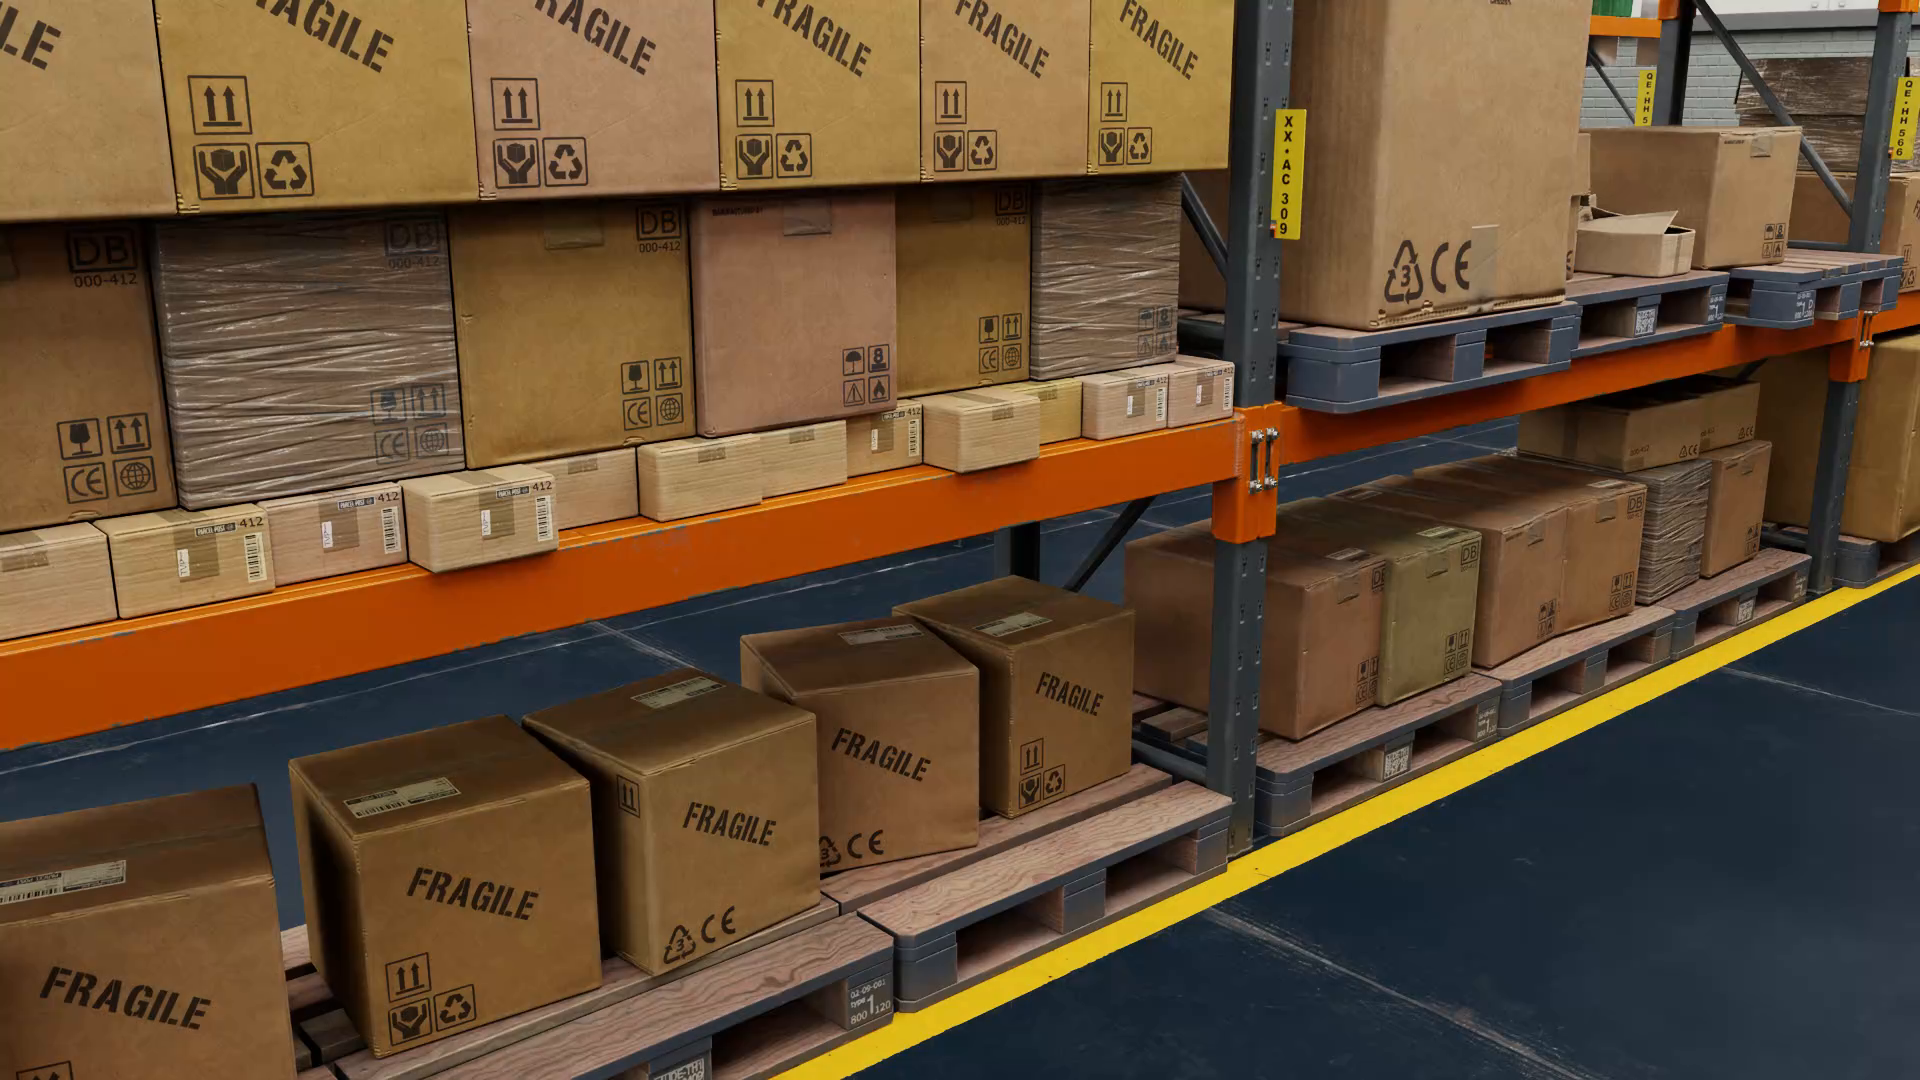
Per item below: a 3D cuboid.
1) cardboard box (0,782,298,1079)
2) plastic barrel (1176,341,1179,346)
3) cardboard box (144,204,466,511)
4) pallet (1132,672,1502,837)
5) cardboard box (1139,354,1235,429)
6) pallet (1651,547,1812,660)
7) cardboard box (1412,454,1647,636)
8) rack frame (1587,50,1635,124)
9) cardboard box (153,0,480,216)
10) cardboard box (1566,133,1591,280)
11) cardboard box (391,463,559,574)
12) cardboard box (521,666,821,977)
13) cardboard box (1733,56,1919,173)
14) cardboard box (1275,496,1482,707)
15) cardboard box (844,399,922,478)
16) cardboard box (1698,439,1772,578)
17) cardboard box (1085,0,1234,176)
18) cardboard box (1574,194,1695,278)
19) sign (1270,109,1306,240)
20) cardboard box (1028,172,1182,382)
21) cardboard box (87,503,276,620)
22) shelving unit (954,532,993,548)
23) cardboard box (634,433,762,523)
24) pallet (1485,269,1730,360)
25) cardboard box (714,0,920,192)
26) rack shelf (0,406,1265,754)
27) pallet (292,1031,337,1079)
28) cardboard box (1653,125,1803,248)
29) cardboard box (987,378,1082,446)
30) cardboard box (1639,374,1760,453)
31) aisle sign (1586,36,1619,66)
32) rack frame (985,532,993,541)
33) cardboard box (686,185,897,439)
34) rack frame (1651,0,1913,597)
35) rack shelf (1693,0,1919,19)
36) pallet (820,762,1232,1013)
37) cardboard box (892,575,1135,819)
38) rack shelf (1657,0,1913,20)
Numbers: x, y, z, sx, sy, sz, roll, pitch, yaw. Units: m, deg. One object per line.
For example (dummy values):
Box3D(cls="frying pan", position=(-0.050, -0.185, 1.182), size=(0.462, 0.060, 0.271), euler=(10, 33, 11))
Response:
Box3D(cls="cardboard box", position=(-1.626, 0.844, 3.309), size=(0.500, 0.500, 0.500), euler=(-7, 17, -25))
Box3D(cls="plastic barrel", position=(1.457, -1.585, 12.232), size=(0.708, 0.588, 0.600), euler=(-13, 19, -39))
Box3D(cls="cardboard box", position=(-1.400, -0.415, 3.221), size=(0.500, 0.500, 0.875), euler=(-13, 19, -39))
Box3D(cls="pallet", position=(1.067, 0.587, 5.644), size=(1.213, 0.211, 1.003), euler=(-13, 19, -39))
Box3D(cls="cardboard box", position=(0.511, -0.413, 4.471), size=(0.250, 0.149, 0.380), euler=(-13, 19, -39))
Box3D(cls="pallet", position=(2.908, 0.173, 7.192), size=(1.213, 0.211, 1.003), euler=(-13, 19, -39))
Box3D(cls="cardboard box", position=(2.173, 0.000, 6.427), size=(0.500, 0.500, 0.700), euler=(-11, 18, -35))
Box3D(cls="rack frame", position=(6.282, -3.625, 16.010), size=(0.127, 3.000, 1.000), euler=(-13, 19, -39))
Box3D(cls="cardboard box", position=(-1.185, -0.834, 2.853), size=(0.500, 0.500, 0.500), euler=(-13, 19, -39))
Box3D(cls="cardboard box", position=(1.728, -1.193, 5.889), size=(0.637, 0.503, 0.797), euler=(-10, 18, -34))
Box3D(cls="cardboard box", position=(-0.970, -0.066, 3.173), size=(0.250, 0.149, 0.380), euler=(-13, 19, -39))
Box3D(cls="cardboard box", position=(-0.691, 0.655, 4.014), size=(0.500, 0.500, 0.500), euler=(14, 20, 42))
Box3D(cls="cardboard box", position=(4.060, -1.960, 7.636), size=(0.637, 0.503, 0.797), euler=(-12, 19, -38))
Box3D(cls="cardboard box", position=(1.330, 0.190, 5.718), size=(0.500, 0.500, 0.700), euler=(-13, 20, -40))
Box3D(cls="cardboard box", position=(-0.302, -0.261, 3.903), size=(0.250, 0.149, 0.380), euler=(-13, 19, -39))
Box3D(cls="cardboard box", position=(3.006, -0.193, 7.153), size=(0.500, 0.500, 0.700), euler=(-14, 20, -42))
Box3D(cls="cardboard box", position=(0.322, -1.174, 4.123), size=(0.500, 0.500, 0.500), euler=(-13, 19, -39))
Box3D(cls="cardboard box", position=(2.417, -1.109, 6.035), size=(0.258, 0.266, 0.396), euler=(-13, 20, -41))
Box3D(cls="sign", position=(0.843, -0.942, 4.287), size=(0.005, 0.325, 0.100), euler=(-13, 19, -39))
Box3D(cls="cardboard box", position=(0.100, -0.756, 4.498), size=(0.500, 0.500, 0.875), euler=(-13, 19, -39))
Box3D(cls="cardboard box", position=(-1.398, 0.003, 2.912), size=(0.250, 0.149, 0.380), euler=(-13, 19, -39))
Box3D(cls="shelving unit", position=(0.006, -0.436, 8.139), size=(0.210, 0.900, 0.258), euler=(-13, 19, -39))
Box3D(cls="cardboard box", position=(-0.630, -0.162, 3.531), size=(0.250, 0.149, 0.380), euler=(-13, 19, -39))
Box3D(cls="pallet", position=(2.032, -0.870, 6.066), size=(1.213, 0.211, 1.003), euler=(-13, 19, -39))
Box3D(cls="cardboard box", position=(-0.432, -1.004, 3.489), size=(0.500, 0.500, 0.500), euler=(-13, 19, -39))
Box3D(cls="rack shelf", position=(-1.028, 0.058, 3.614), size=(4.000, 0.370, 1.077), euler=(-13, 19, -39))
Box3D(cls="pallet", position=(-1.844, 1.253, 3.150), size=(1.213, 0.211, 1.003), euler=(-13, 19, -39))
Box3D(cls="cardboard box", position=(3.117, -1.458, 6.888), size=(0.500, 0.500, 0.500), euler=(13, 20, 40))
Box3D(cls="cardboard box", position=(0.088, -0.342, 4.205), size=(0.250, 0.149, 0.380), euler=(-13, 19, -39))
Box3D(cls="cardboard box", position=(3.012, -0.554, 7.049), size=(0.500, 0.250, 0.500), euler=(-12, 19, -37))
Box3D(cls="aisle sign", position=(6.141, -4.951, 15.937), size=(0.004, 0.787, 0.394), euler=(-13, 19, -39))
Box3D(cls="rack frame", position=(0.083, -0.453, 8.203), size=(0.006, 0.900, 0.240), euler=(-13, 19, -39))
Box3D(cls="cardboard box", position=(-0.611, -0.574, 3.816), size=(0.500, 0.500, 0.875), euler=(-13, 19, -39))
Box3D(cls="rack frame", position=(3.498, -1.306, 7.326), size=(0.127, 3.000, 1.000), euler=(-13, 19, -39))
Box3D(cls="rack shelf", position=(5.007, -2.746, 8.301), size=(4.000, 0.370, 1.077), euler=(-13, 19, -39))
Box3D(cls="pallet", position=(-0.003, 0.840, 4.698), size=(1.213, 0.211, 1.003), euler=(-13, 19, -39))
Box3D(cls="cardboard box", position=(0.153, 0.436, 4.834), size=(0.500, 0.500, 0.500), euler=(-13, 20, -41))
Box3D(cls="rack shelf", position=(1.989, -2.069, 5.764), size=(4.000, 0.370, 1.077), euler=(-13, 19, -39))
